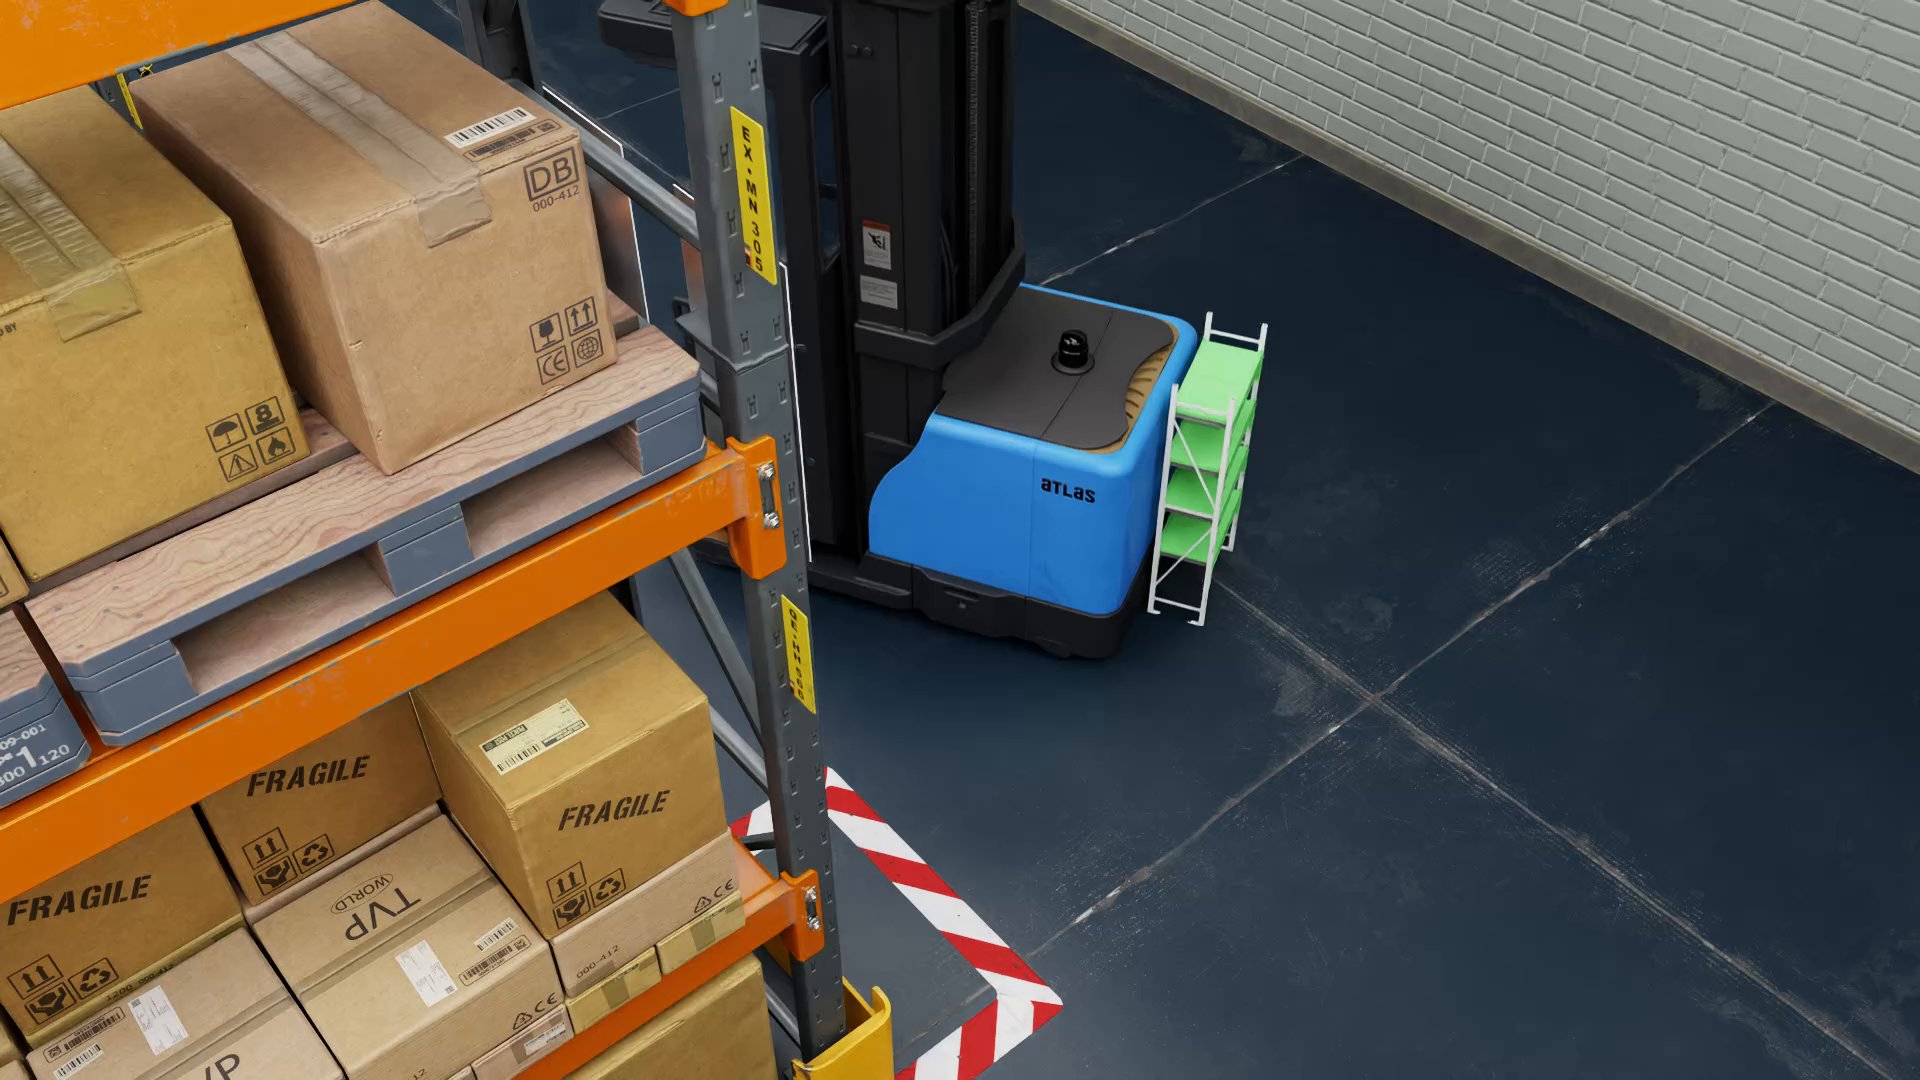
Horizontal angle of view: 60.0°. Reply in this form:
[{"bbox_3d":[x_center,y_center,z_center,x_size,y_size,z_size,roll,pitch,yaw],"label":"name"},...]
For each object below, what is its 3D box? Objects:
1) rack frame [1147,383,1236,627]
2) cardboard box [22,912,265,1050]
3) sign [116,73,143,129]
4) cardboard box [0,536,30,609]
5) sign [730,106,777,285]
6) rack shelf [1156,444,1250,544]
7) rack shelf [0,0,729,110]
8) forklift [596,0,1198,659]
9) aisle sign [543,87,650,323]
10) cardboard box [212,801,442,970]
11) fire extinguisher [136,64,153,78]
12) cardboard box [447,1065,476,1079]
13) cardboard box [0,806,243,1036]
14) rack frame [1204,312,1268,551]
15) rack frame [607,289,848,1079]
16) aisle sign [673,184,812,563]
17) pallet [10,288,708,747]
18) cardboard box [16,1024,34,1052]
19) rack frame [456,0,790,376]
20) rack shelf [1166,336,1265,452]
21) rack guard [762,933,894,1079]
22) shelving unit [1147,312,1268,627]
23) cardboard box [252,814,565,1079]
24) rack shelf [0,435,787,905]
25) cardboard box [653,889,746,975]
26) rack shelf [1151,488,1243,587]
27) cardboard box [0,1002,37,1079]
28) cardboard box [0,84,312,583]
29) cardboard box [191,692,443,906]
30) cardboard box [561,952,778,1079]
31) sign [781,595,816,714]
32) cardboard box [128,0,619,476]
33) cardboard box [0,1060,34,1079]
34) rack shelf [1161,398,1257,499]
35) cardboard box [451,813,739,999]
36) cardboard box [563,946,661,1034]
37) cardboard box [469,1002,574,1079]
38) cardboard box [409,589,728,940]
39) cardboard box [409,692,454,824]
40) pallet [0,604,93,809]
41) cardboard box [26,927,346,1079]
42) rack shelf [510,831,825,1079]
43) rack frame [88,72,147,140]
[{"bbox_3d":[0.901,-0.110,6.545,0.240,1.200,0.015,15,45,15],"label":"rack frame"},{"bbox_3d":[-2.033,0.947,3.996,0.500,0.250,0.500,-32,52,-29],"label":"cardboard box"},{"bbox_3d":[-3.521,-1.897,7.013,0.005,0.325,0.100,-30,51,-28],"label":"sign"},{"bbox_3d":[-1.948,-0.145,2.623,0.500,0.500,0.700,-33,52,-30],"label":"cardboard box"},{"bbox_3d":[-0.371,-0.615,2.987,0.005,0.325,0.100,-30,51,-28],"label":"sign"},{"bbox_3d":[0.989,-0.219,6.754,0.258,0.148,0.480,15,45,15],"label":"rack shelf"},{"bbox_3d":[-2.243,-0.419,1.994,4.000,0.370,1.077,-30,51,-28],"label":"rack shelf"},{"bbox_3d":[-0.601,-1.233,6.475,3.031,2.935,1.130,15,45,16],"label":"forklift"},{"bbox_3d":[-0.846,-0.655,3.911,0.004,0.787,0.394,-30,51,-28],"label":"aisle sign"},{"bbox_3d":[-1.645,0.729,4.229,0.500,0.250,0.500,-30,51,-28],"label":"cardboard box"},{"bbox_3d":[-3.479,-1.783,7.340,0.183,0.674,0.296,-30,51,-28],"label":"fire extinguisher"},{"bbox_3d":[-1.355,1.237,3.979,0.250,0.149,0.380,-29,50,-27],"label":"cardboard box"},{"bbox_3d":[-2.027,0.674,3.740,0.500,0.500,0.500,-31,51,-29],"label":"cardboard box"},{"bbox_3d":[1.078,-0.422,6.876,0.240,1.200,0.015,15,45,15],"label":"rack frame"},{"bbox_3d":[-0.709,0.482,4.600,0.127,3.000,1.000,-30,51,-28],"label":"rack frame"},{"bbox_3d":[-0.461,-0.340,3.576,0.004,0.787,0.394,-30,51,-28],"label":"aisle sign"},{"bbox_3d":[-1.271,-0.248,3.250,1.213,0.211,1.003,-30,51,-28],"label":"pallet"},{"bbox_3d":[-2.372,1.232,3.984,0.250,0.149,0.380,-31,51,-29],"label":"cardboard box"},{"bbox_3d":[-0.709,-1.705,2.546,0.127,3.000,1.000,-30,51,-28],"label":"rack frame"},{"bbox_3d":[0.989,-0.569,6.425,0.258,0.148,0.480,15,45,15],"label":"rack shelf"},{"bbox_3d":[-0.690,1.382,5.467,0.348,0.500,1.175,-30,51,-28],"label":"rack guard"},{"bbox_3d":[0.989,-0.266,6.710,0.258,1.200,0.503,15,45,15],"label":"shelving unit"},{"bbox_3d":[-1.300,1.002,3.937,0.500,0.250,0.500,-31,51,-29],"label":"cardboard box"},{"bbox_3d":[-2.243,0.529,2.884,4.000,0.370,1.077,-30,51,-28],"label":"rack shelf"},{"bbox_3d":[-0.771,0.902,4.335,0.250,0.149,0.380,-29,50,-27],"label":"cardboard box"},{"bbox_3d":[0.989,-0.044,6.918,0.258,0.148,0.480,15,45,15],"label":"rack shelf"},{"bbox_3d":[-2.429,1.179,3.749,0.500,0.250,0.500,-31,51,-29],"label":"cardboard box"},{"bbox_3d":[-1.582,-0.397,2.892,0.500,0.500,0.700,-32,52,-29],"label":"cardboard box"},{"bbox_3d":[-1.634,0.443,3.985,0.500,0.500,0.500,-31,51,-29],"label":"cardboard box"},{"bbox_3d":[-1.149,1.426,4.839,0.875,0.875,0.875,-30,51,-28],"label":"cardboard box"},{"bbox_3d":[-0.371,0.264,3.812,0.005,0.325,0.100,-30,51,-28],"label":"sign"},{"bbox_3d":[-1.073,-0.581,3.087,0.500,0.500,0.700,-33,52,-30],"label":"cardboard box"},{"bbox_3d":[-2.087,1.457,3.453,0.500,0.250,0.500,-30,51,-28],"label":"cardboard box"},{"bbox_3d":[0.989,-0.394,6.590,0.258,0.148,0.480,15,45,15],"label":"rack shelf"},{"bbox_3d":[-0.910,0.780,4.174,0.500,0.250,0.500,-31,51,-28],"label":"cardboard box"},{"bbox_3d":[-0.969,1.018,4.213,0.250,0.149,0.380,-29,51,-28],"label":"cardboard box"},{"bbox_3d":[-1.163,1.128,4.095,0.250,0.149,0.380,-30,51,-28],"label":"cardboard box"},{"bbox_3d":[-0.914,0.506,3.918,0.500,0.500,0.500,-29,50,-27],"label":"cardboard box"},{"bbox_3d":[-1.250,0.497,4.476,0.500,0.250,0.500,-31,51,-29],"label":"cardboard box"},{"bbox_3d":[-2.208,0.291,2.677,1.213,0.211,1.003,-30,51,-28],"label":"pallet"},{"bbox_3d":[-1.690,1.226,3.699,0.500,0.250,0.500,-32,52,-29],"label":"cardboard box"},{"bbox_3d":[-2.243,1.622,3.911,4.000,0.370,1.077,-30,51,-28],"label":"rack shelf"},{"bbox_3d":[-3.887,-2.119,7.369,0.127,3.000,1.000,-30,51,-28],"label":"rack frame"}]
